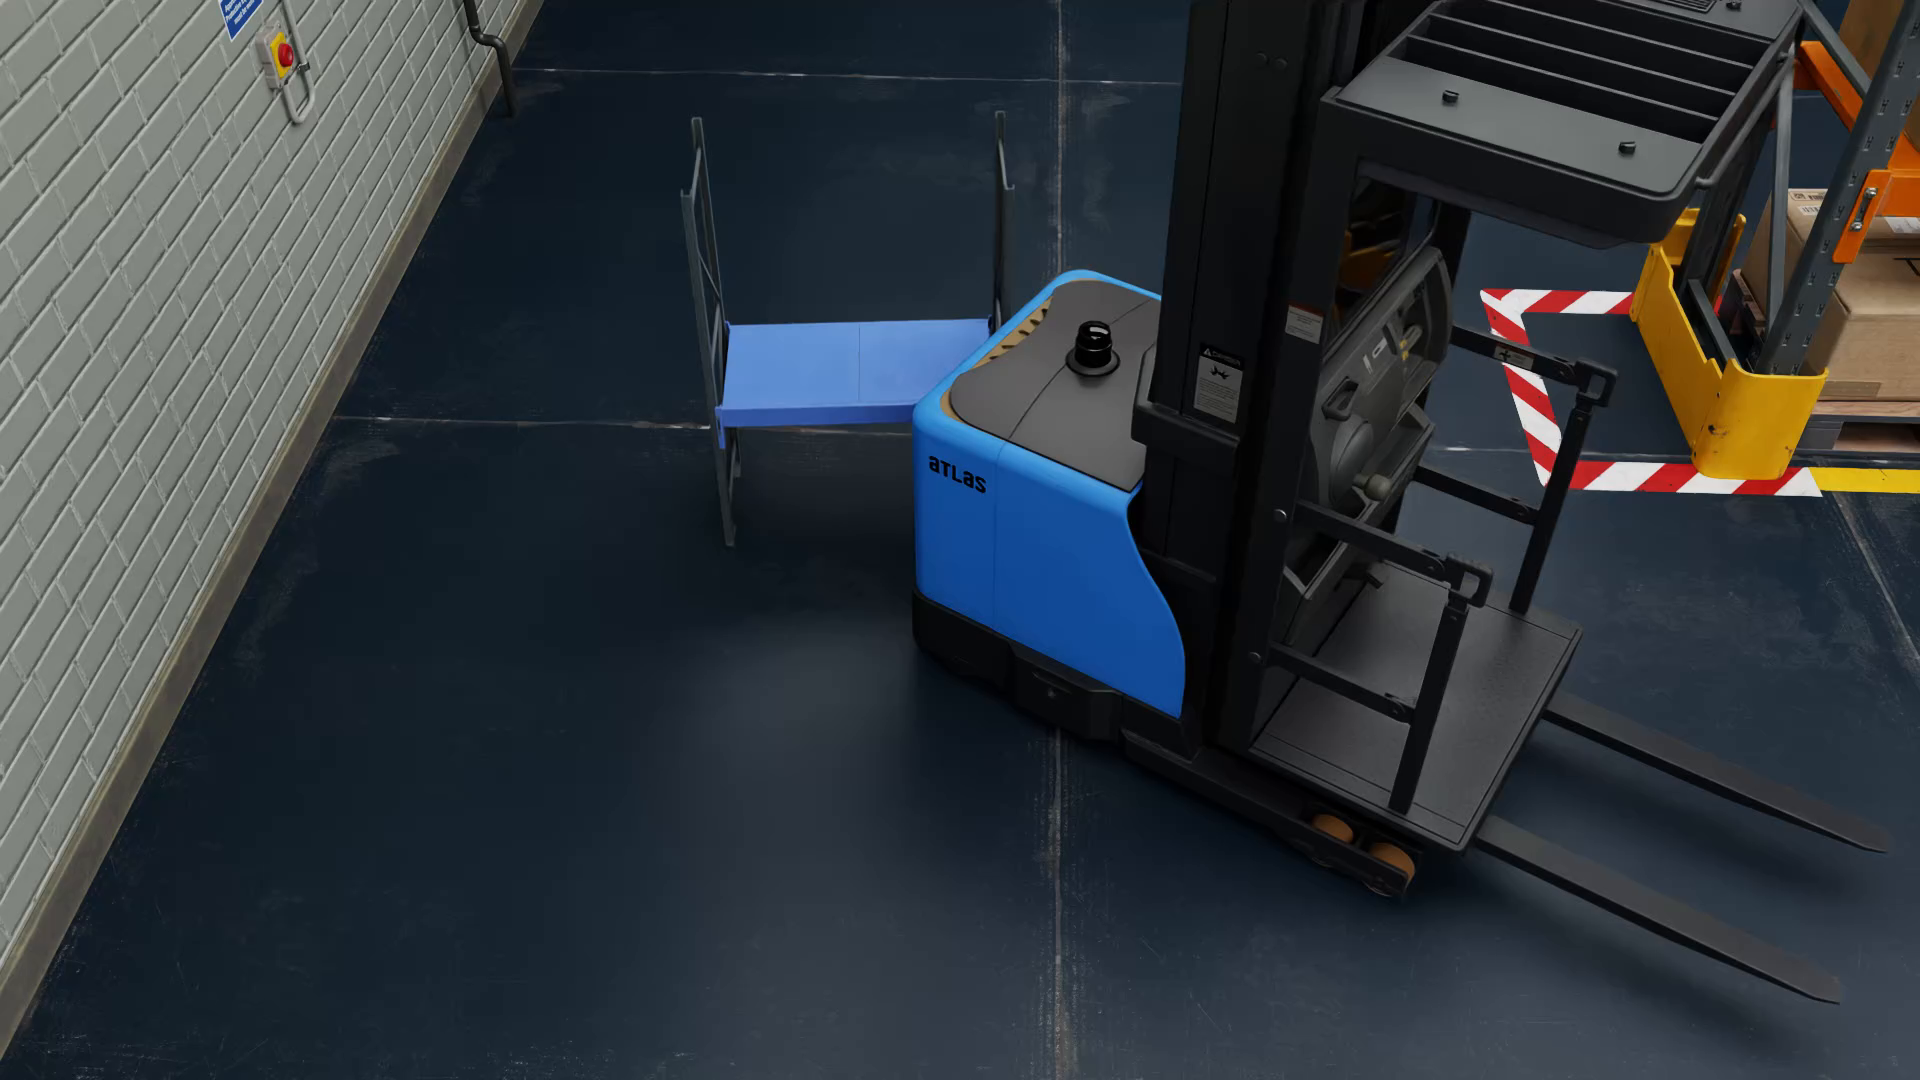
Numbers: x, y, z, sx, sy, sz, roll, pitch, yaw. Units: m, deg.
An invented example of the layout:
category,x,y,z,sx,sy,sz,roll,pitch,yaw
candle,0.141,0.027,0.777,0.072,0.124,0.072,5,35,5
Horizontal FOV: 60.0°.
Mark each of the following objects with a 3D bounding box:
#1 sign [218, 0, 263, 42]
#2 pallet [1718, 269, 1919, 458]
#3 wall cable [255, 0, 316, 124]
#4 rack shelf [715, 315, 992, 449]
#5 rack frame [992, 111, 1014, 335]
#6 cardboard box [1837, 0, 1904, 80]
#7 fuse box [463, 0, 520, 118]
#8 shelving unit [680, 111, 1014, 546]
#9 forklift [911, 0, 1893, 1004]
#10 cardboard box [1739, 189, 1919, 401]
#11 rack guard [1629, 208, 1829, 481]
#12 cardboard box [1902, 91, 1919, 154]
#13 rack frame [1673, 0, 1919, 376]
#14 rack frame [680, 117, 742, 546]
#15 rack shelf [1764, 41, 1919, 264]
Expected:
category,x,y,z,sx,sy,sz,roll,pitch,yaw
sign,-2.581,-1.957,5.951,0.001,0.218,0.327,2,43,2
pallet,3.919,-0.740,6.889,1.213,0.211,1.003,2,43,2
wall cable,-2.517,-2.272,5.720,0.123,1.953,0.585,2,43,2
rack shelf,-0.363,-0.579,6.035,1.000,0.185,0.538,-2,43,-2
rack frame,0.145,-0.726,5.929,0.032,1.500,0.500,-2,43,-2
cardboard box,3.610,-1.934,6.052,0.500,0.500,0.500,2,43,2
fuse box,-2.277,-2.843,8.047,0.414,1.711,0.539,2,43,2
shelving unit,-0.363,-0.711,5.913,1.048,1.500,0.538,-2,43,-2
forklift,1.343,-0.402,4.532,3.031,2.935,1.130,25,48,24
cardboard box,3.780,-0.996,6.690,0.875,0.438,0.875,0,43,0
rack guard,3.093,-0.818,6.761,0.348,0.500,1.175,2,43,2
cardboard box,3.583,-1.558,5.648,0.500,0.500,0.500,1,43,2
rack frame,3.117,-1.732,5.908,0.127,3.000,1.000,2,43,2
rack frame,-0.871,-0.696,5.897,0.032,1.500,0.500,-2,43,-2
rack shelf,5.115,-1.407,6.087,4.000,0.370,1.077,2,43,2
